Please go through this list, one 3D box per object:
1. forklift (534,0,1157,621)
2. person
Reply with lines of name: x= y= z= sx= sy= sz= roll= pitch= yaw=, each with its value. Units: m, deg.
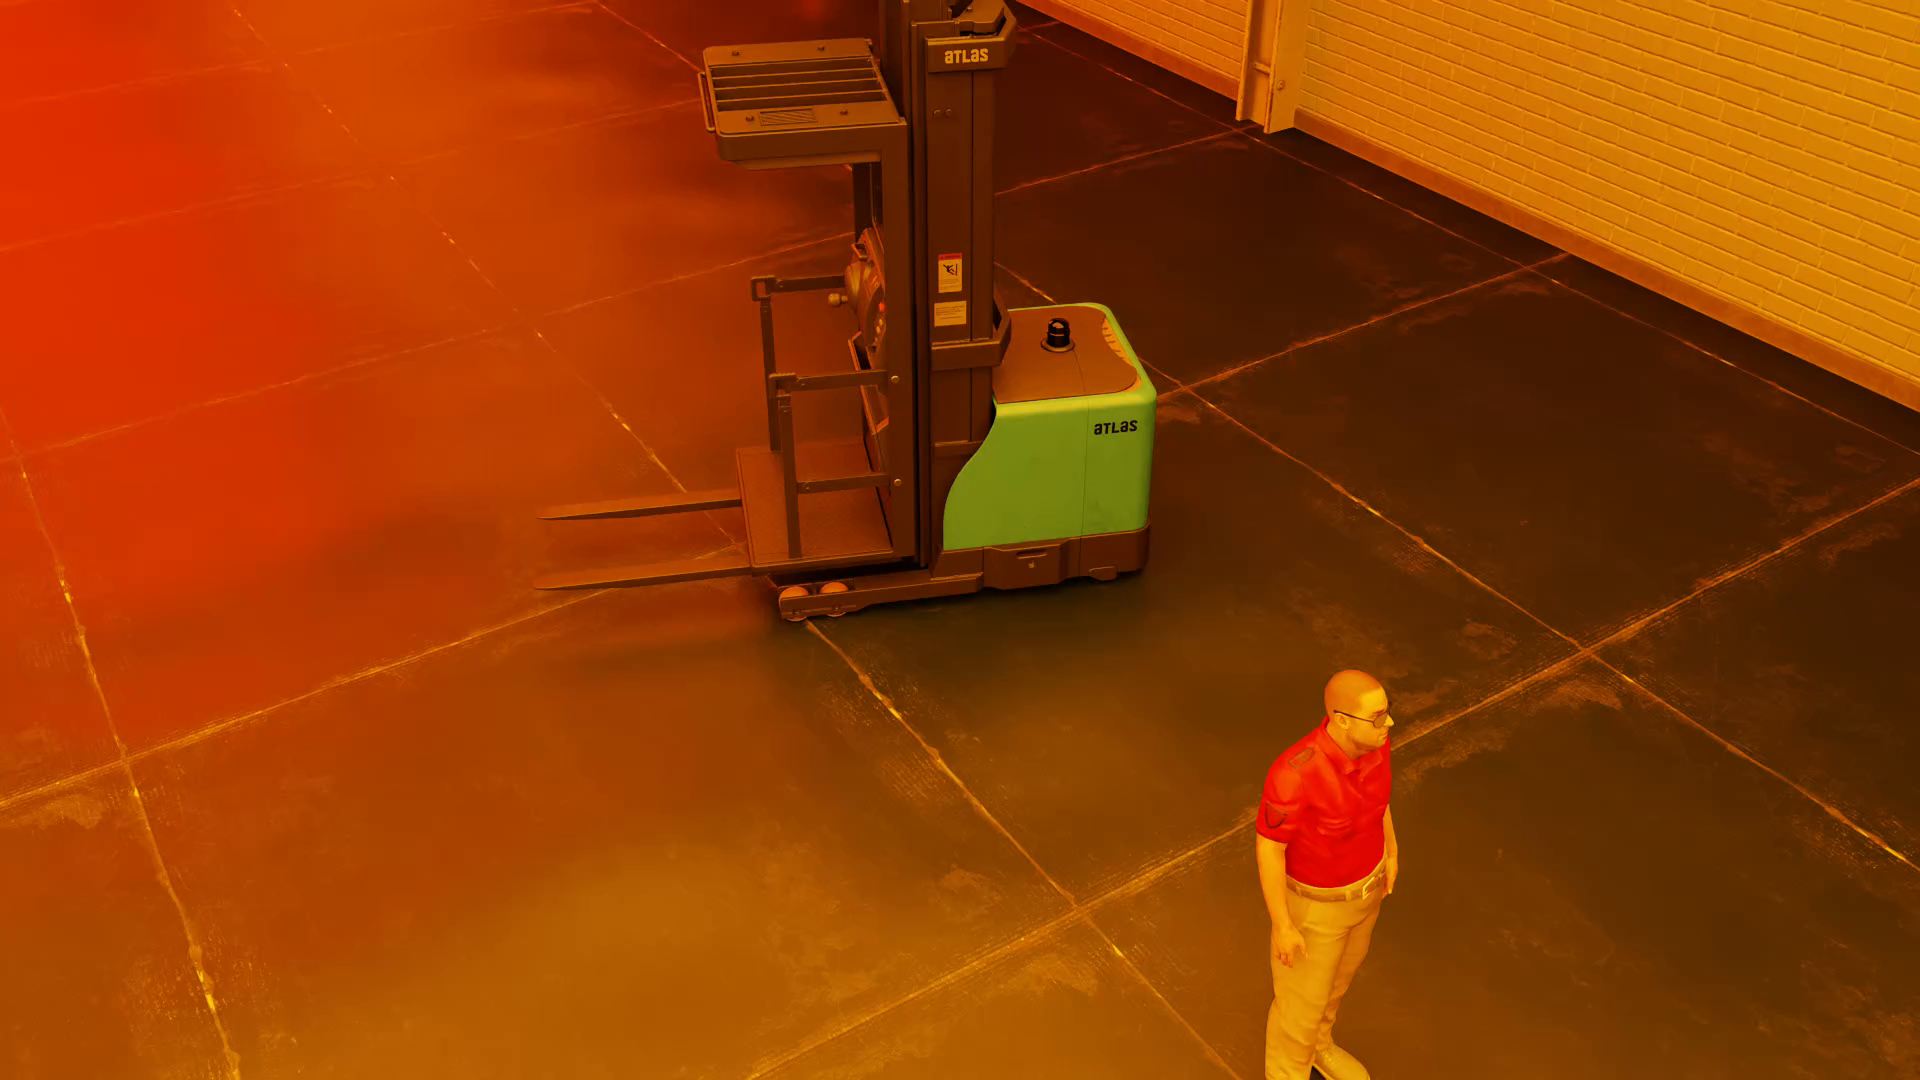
forklift: x=-0.618 y=-1.133 z=7.761 sx=3.031 sy=2.935 sz=1.130 roll=-6 pitch=36 yaw=-9
person: x=1.278 y=1.205 z=5.465 sx=0.640 sy=1.727 sz=0.551 roll=-27 pitch=43 yaw=-33
